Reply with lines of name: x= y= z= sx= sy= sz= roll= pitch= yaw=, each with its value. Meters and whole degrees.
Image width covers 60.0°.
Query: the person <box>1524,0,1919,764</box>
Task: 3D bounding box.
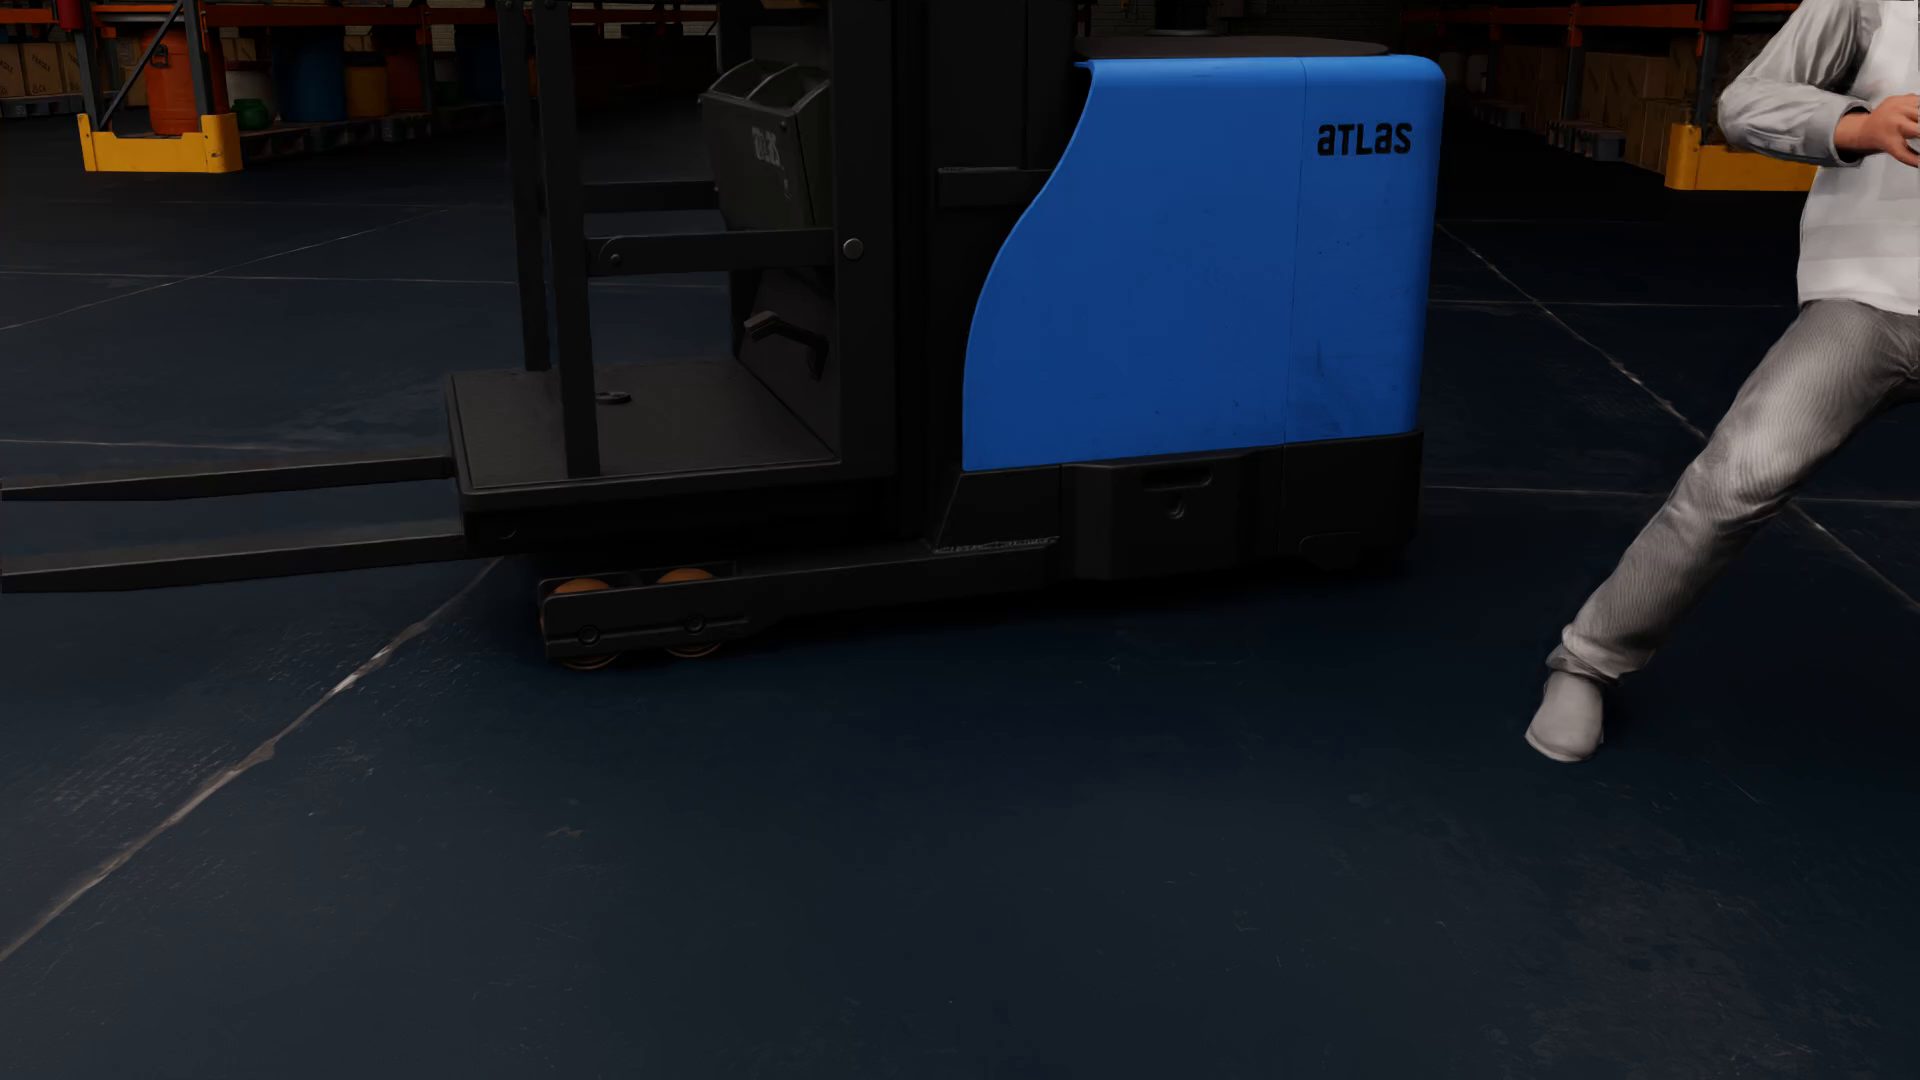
person: x=1.554 y=-0.400 z=2.584 sx=1.117 sy=1.542 sz=0.712 roll=7 pitch=19 yaw=20

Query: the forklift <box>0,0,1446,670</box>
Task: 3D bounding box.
forklift: x=-0.581 y=-1.336 z=3.188 sx=3.031 sy=2.935 sz=1.130 roll=-6 pitch=18 yaw=-17
